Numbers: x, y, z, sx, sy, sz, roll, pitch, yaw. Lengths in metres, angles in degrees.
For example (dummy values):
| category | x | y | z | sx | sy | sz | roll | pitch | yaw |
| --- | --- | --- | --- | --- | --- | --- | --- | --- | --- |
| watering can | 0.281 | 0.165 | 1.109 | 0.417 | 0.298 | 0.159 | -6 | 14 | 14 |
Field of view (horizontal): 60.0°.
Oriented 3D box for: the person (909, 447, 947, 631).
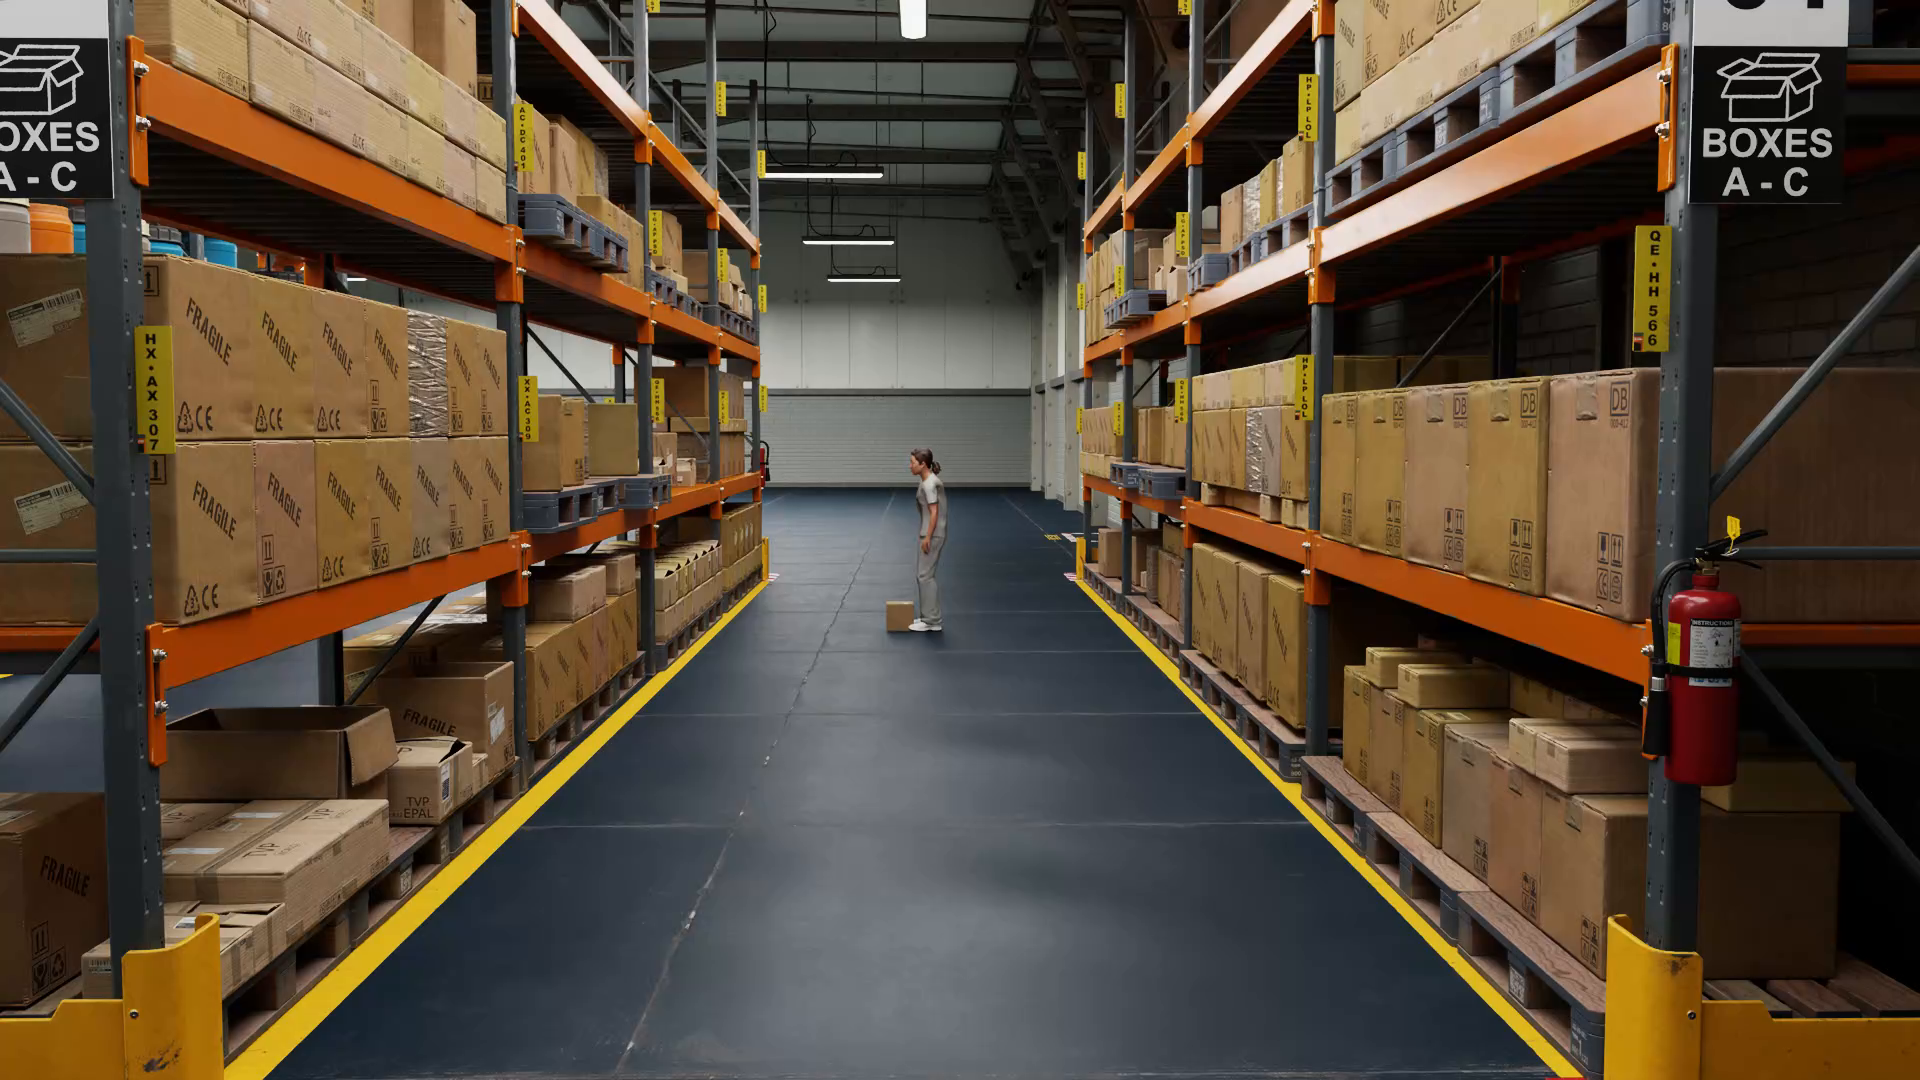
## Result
| category | x | y | z | sx | sy | sz | roll | pitch | yaw |
| --- | --- | --- | --- | --- | --- | --- | --- | --- | --- |
| person | -0.299 | -0.013 | 15.164 | 0.362 | 1.671 | 0.511 | 0 | 4 | -5 |
